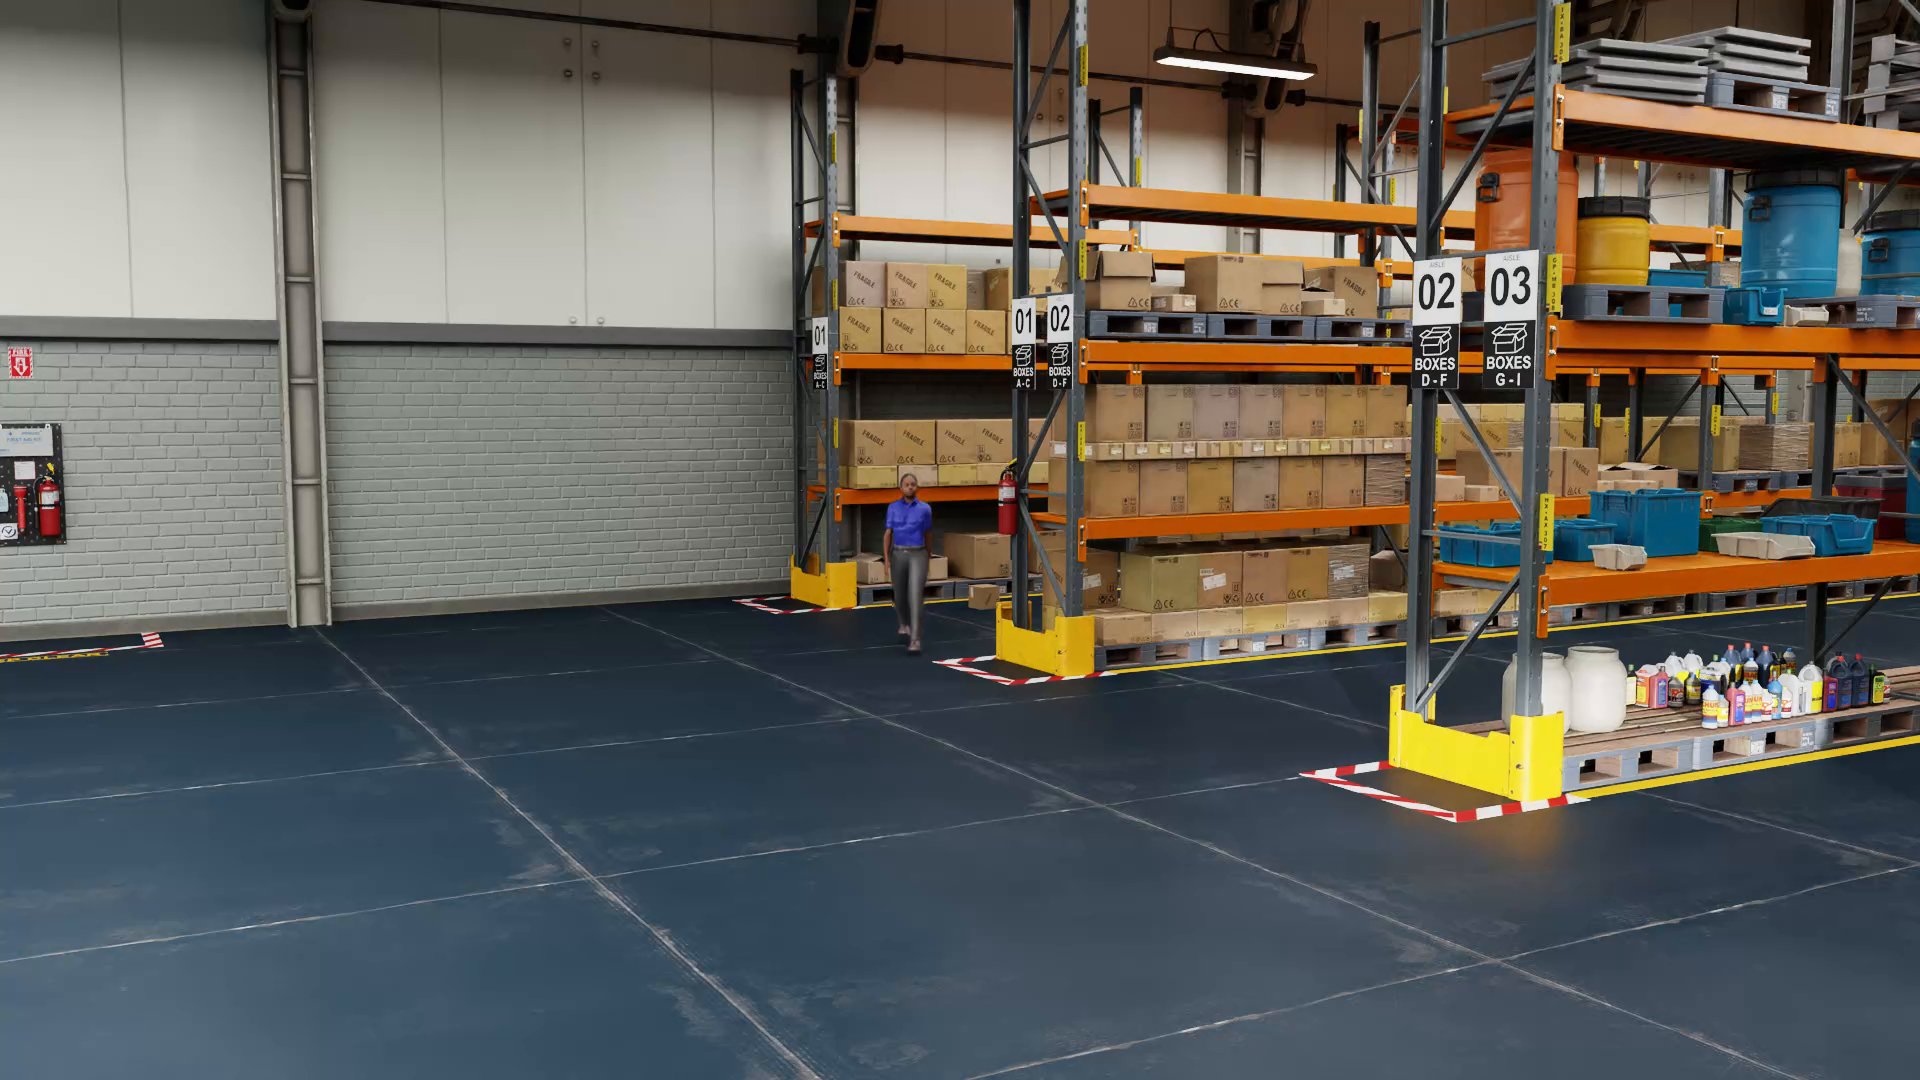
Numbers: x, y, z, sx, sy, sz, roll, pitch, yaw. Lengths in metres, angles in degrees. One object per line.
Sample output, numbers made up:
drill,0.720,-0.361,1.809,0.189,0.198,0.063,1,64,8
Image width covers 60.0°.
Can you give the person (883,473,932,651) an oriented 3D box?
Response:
person,-0.486,0.197,15.419,0.447,1.574,0.934,0,5,4
